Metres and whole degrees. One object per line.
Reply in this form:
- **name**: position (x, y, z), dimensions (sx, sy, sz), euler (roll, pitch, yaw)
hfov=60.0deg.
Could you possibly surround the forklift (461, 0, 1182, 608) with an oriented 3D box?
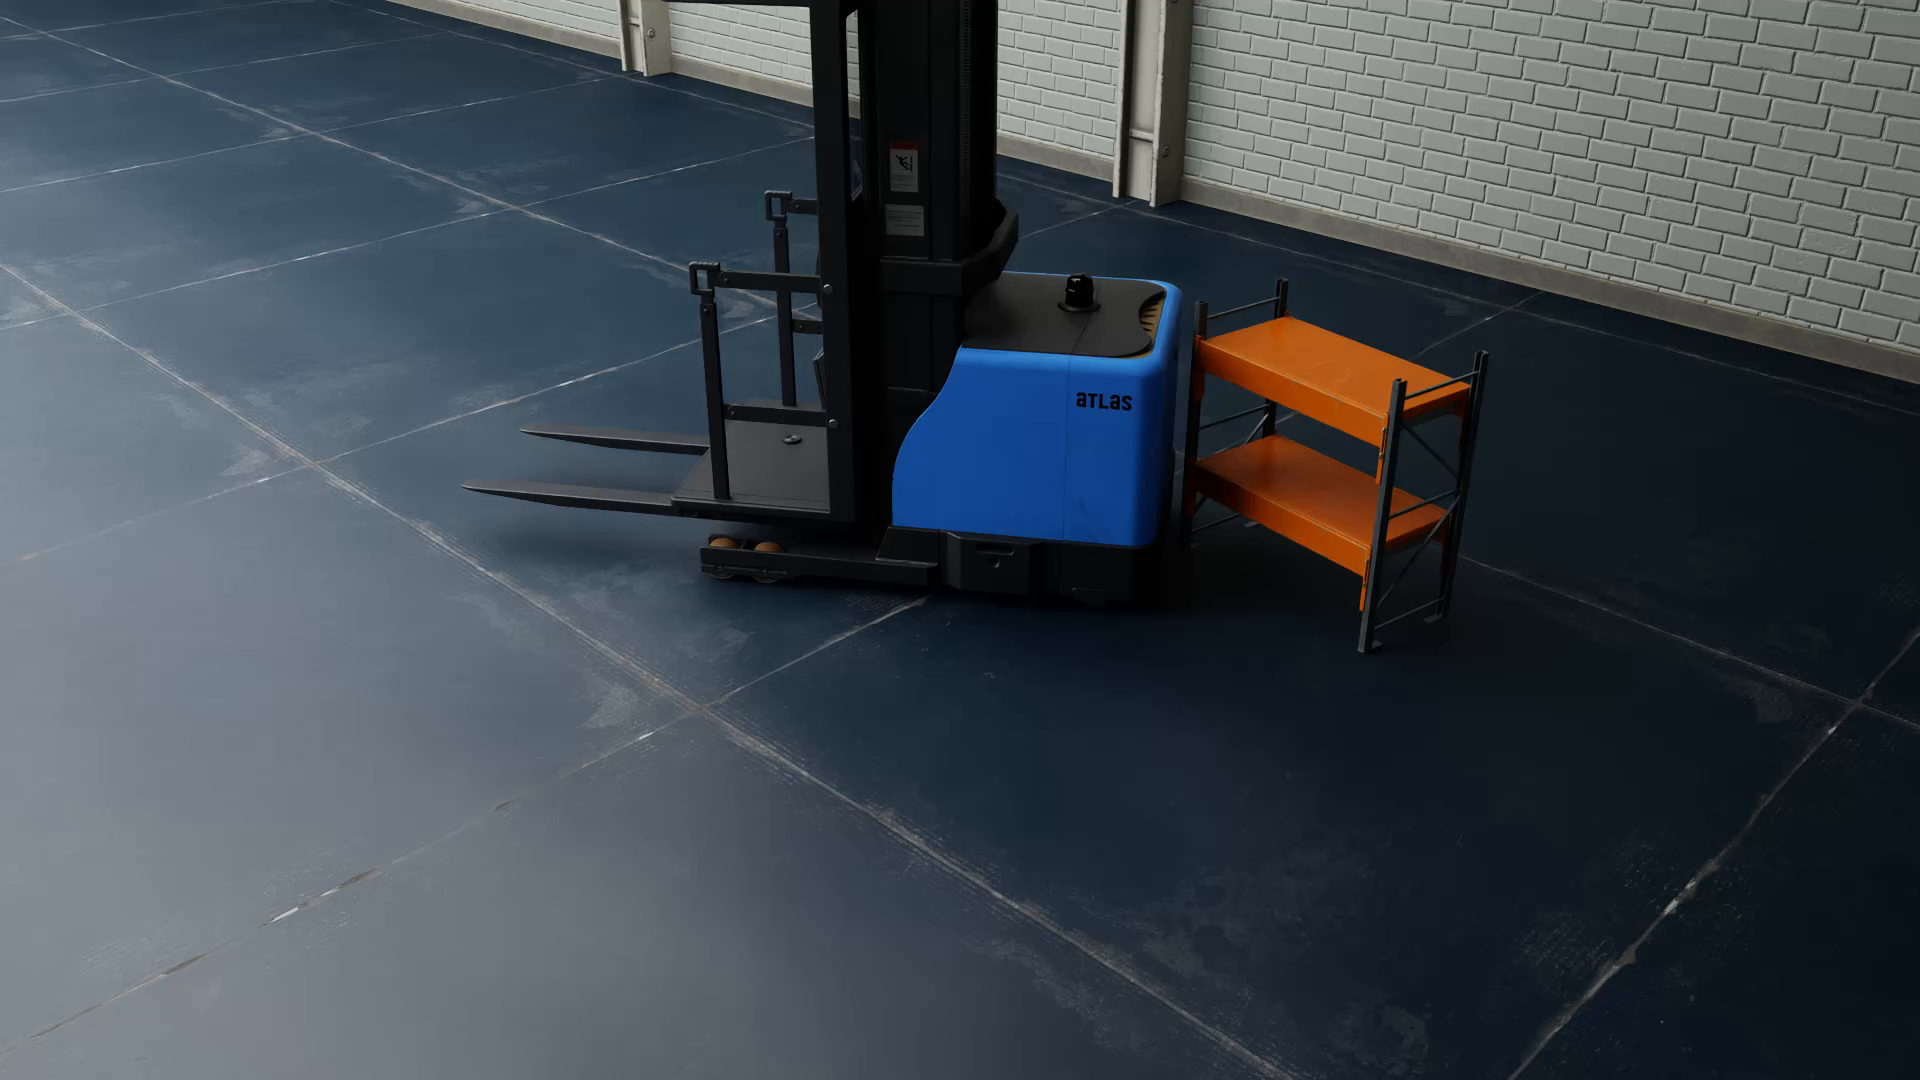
- **forklift**: position (-0.619, -1.353, 6.674), dimensions (3.031, 2.935, 1.130), euler (5, 28, 10)

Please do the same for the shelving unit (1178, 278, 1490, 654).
- **shelving unit**: position (1.450, -0.324, 6.657), dimensions (0.538, 1.125, 1.048), euler (-19, 33, -31)

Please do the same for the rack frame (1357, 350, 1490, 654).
- **rack frame**: position (1.749, -0.133, 6.294), dimensions (0.500, 1.125, 0.032), euler (-19, 33, -31)

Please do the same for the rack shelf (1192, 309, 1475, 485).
- **rack shelf**: position (1.450, -0.583, 6.521), dimensions (0.538, 0.278, 1.000), euler (-19, 33, -31)

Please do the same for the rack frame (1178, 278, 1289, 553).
- **rack frame**: position (1.150, -0.515, 7.020), dimensions (0.500, 1.125, 0.032), euler (-19, 33, -31)

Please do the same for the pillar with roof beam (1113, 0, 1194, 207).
- **pillar with roof beam**: position (-1.676, -5.014, 7.117), dimensions (0.400, 9.000, 9.100), euler (25, 36, 38)

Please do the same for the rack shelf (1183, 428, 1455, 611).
- **rack shelf**: position (1.450, -0.107, 6.771), dimensions (0.538, 0.278, 1.000), euler (-19, 33, -31)

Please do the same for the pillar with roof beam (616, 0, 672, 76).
- **pillar with roof beam**: position (-5.955, -6.972, 10.840), dimensions (0.400, 9.000, 9.100), euler (25, 36, 38)
